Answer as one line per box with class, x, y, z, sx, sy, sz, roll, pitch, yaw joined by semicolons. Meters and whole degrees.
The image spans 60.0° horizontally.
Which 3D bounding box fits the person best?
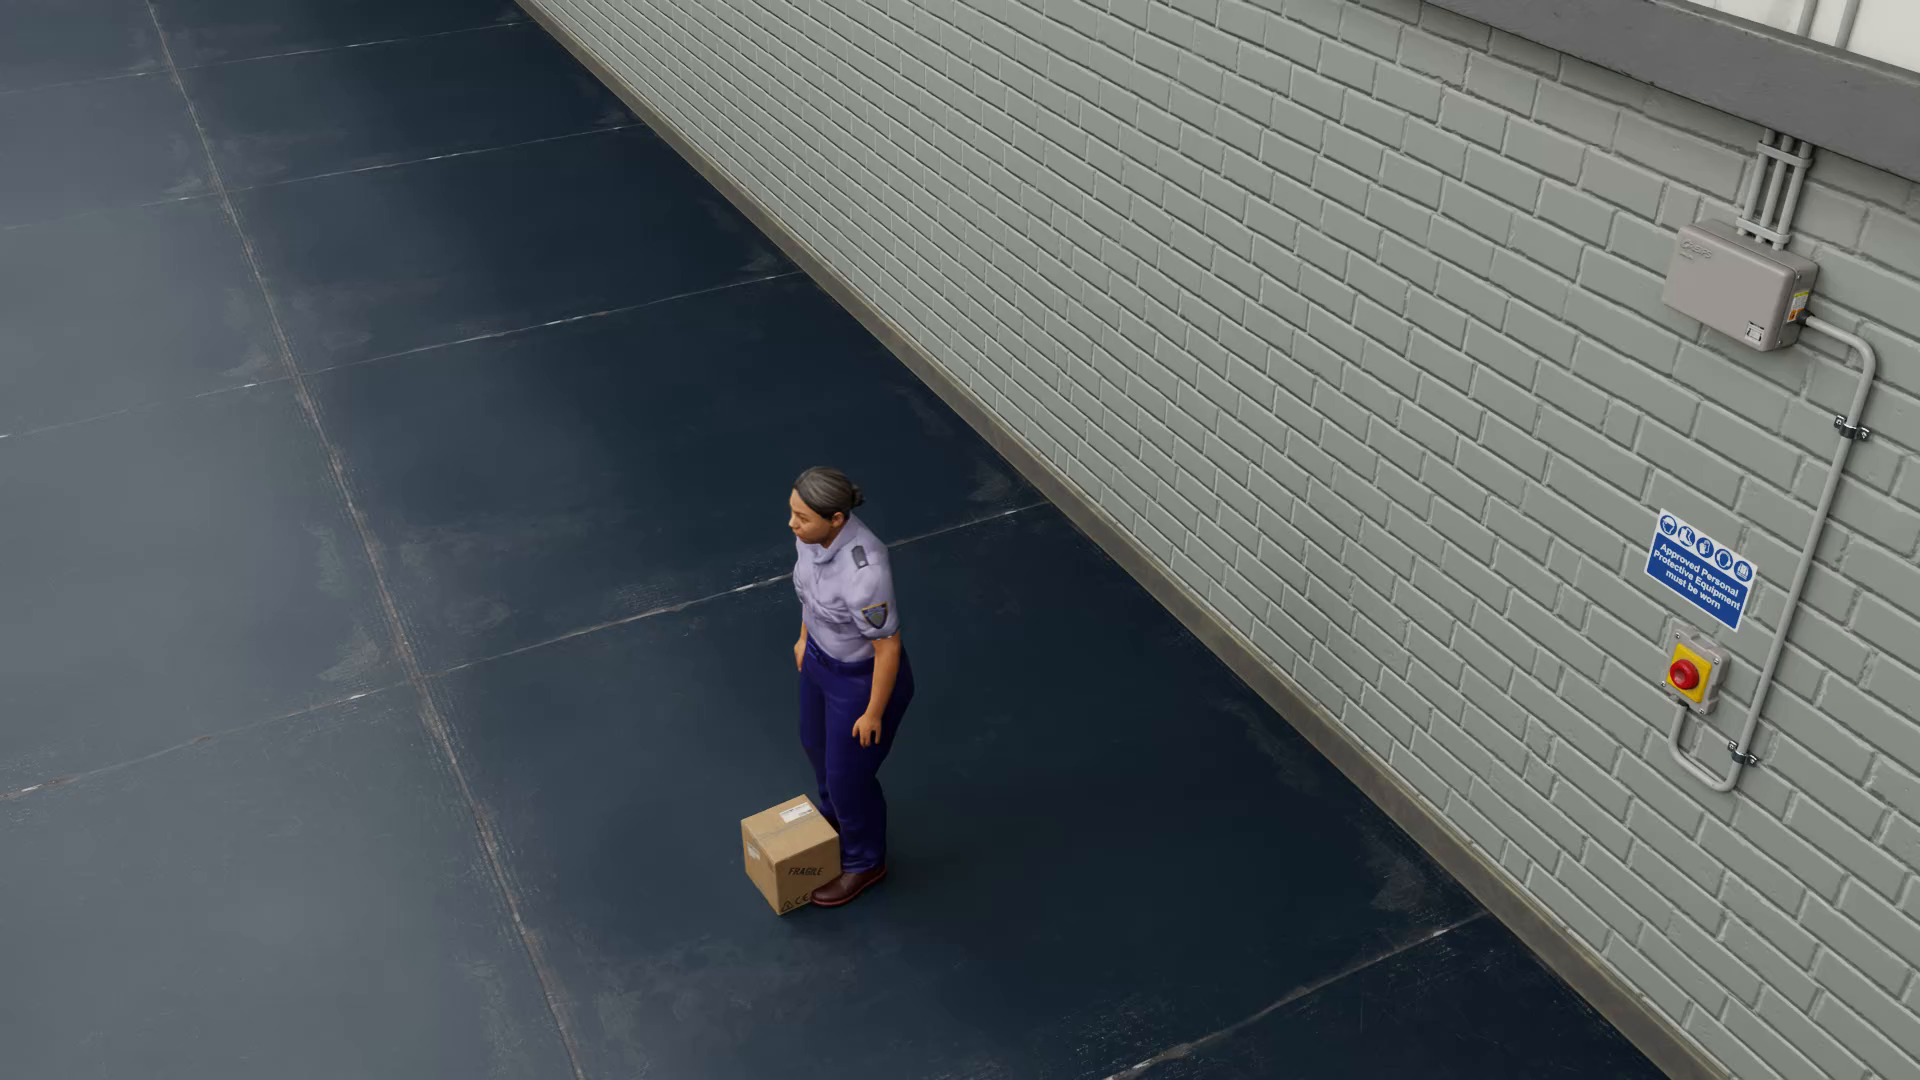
person;-0.392;0.457;5.463;0.416;1.638;0.555;-17;37;-24
